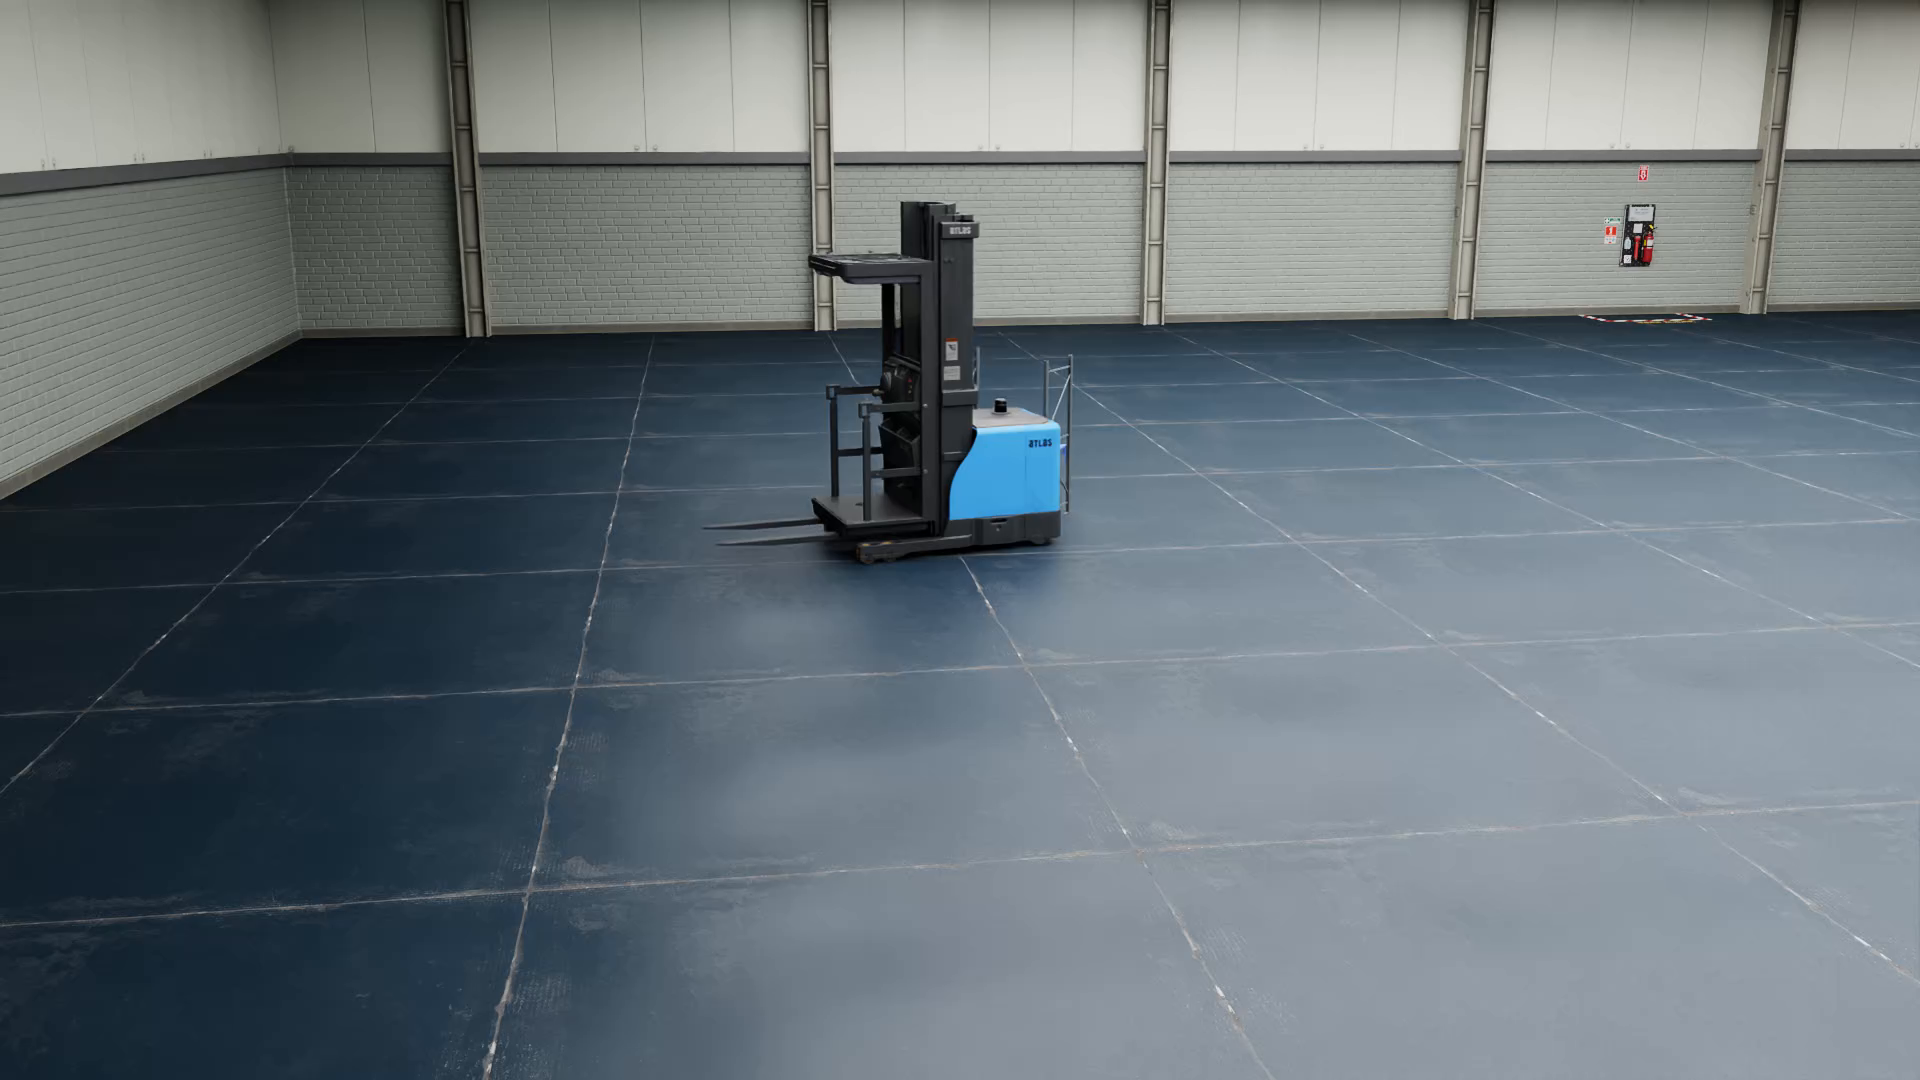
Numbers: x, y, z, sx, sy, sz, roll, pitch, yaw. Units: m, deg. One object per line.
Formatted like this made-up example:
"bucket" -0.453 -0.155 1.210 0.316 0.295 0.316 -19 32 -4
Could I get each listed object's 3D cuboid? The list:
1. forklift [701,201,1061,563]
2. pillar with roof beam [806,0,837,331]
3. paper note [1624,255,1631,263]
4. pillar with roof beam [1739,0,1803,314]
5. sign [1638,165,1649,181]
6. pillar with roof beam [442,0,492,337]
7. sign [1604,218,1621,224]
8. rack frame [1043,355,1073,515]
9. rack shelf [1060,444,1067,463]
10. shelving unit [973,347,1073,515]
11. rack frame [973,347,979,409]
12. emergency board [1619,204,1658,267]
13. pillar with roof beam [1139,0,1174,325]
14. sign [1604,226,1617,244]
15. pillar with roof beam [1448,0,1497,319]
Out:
"forklift" -0.691 -1.369 14.157 3.031 2.935 1.130 -5 15 -19
"pillar with roof beam" -1.768 -7.086 24.478 0.400 9.000 9.100 -2 14 -8
"paper note" 12.755 -5.367 31.765 0.142 0.148 0.016 -2 14 -8
"pillar with roof beam" 16.031 -7.738 27.079 0.400 9.000 9.100 -2 14 -8
"sign" 12.918 -6.932 31.430 0.199 0.298 0.001 -2 14 -8
"pillar with roof beam" -7.701 -6.869 23.611 0.400 9.000 9.100 -2 14 -8
"sign" 12.384 -6.061 31.560 0.331 0.109 0.001 -2 14 -8
"rack frame" 0.901 -0.937 15.376 0.032 1.500 0.500 9 17 31
"rack shelf" 0.471 -0.829 15.682 1.000 0.185 0.538 9 17 31
"shelving unit" 0.471 -1.003 15.638 1.048 1.500 0.538 9 17 31
"rack frame" 0.041 -1.069 15.901 0.032 1.500 0.500 9 17 31
"emergency board" 12.941 -5.784 31.617 0.643 1.169 0.194 -2 14 -8
"pillar with roof beam" 4.165 -7.303 25.345 0.400 9.000 9.100 -2 14 -8
"sign" 12.378 -5.806 31.632 0.234 0.329 0.001 -2 14 -8
"pillar with roof beam" 10.098 -7.521 26.212 0.400 9.000 9.100 -2 14 -8
